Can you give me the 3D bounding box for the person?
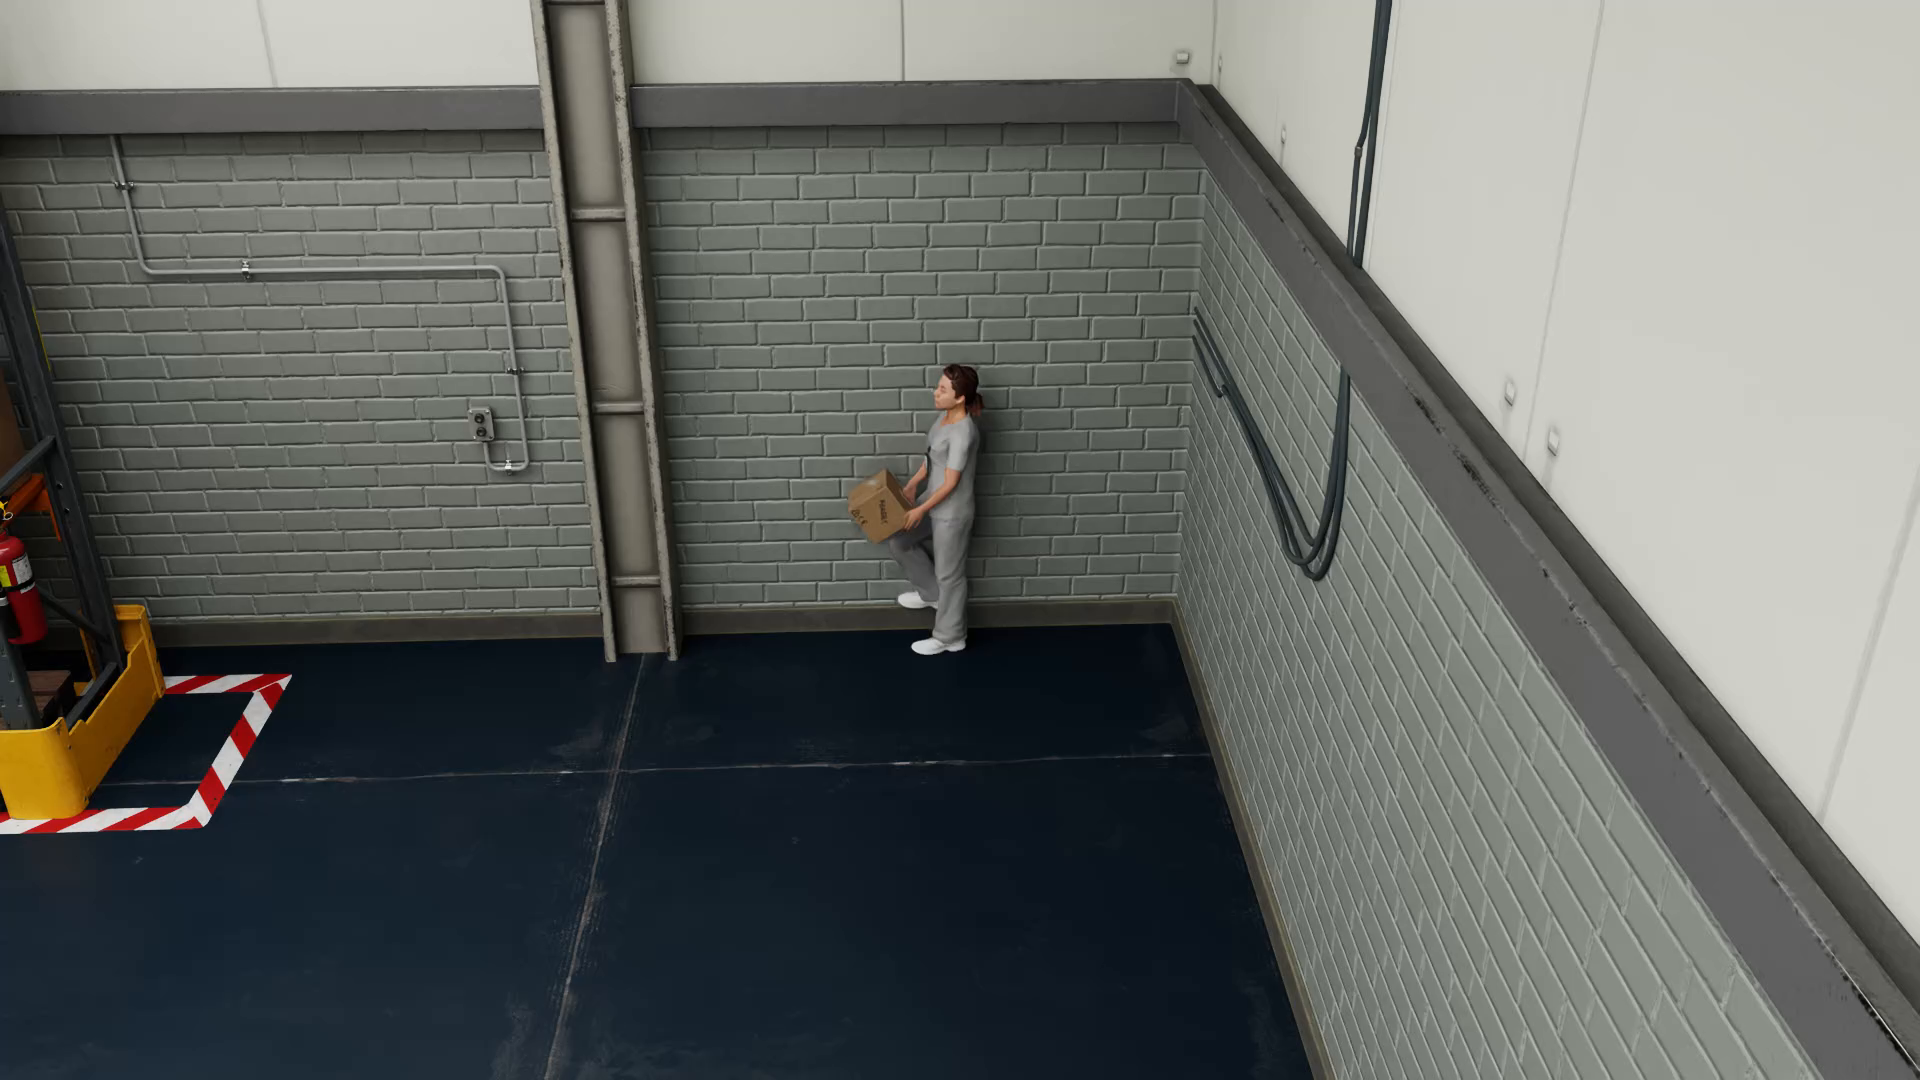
[{"bbox_3d":[-0.119,-0.160,8.911,0.518,1.679,0.485,-3,28,-6],"label":"person"}]
